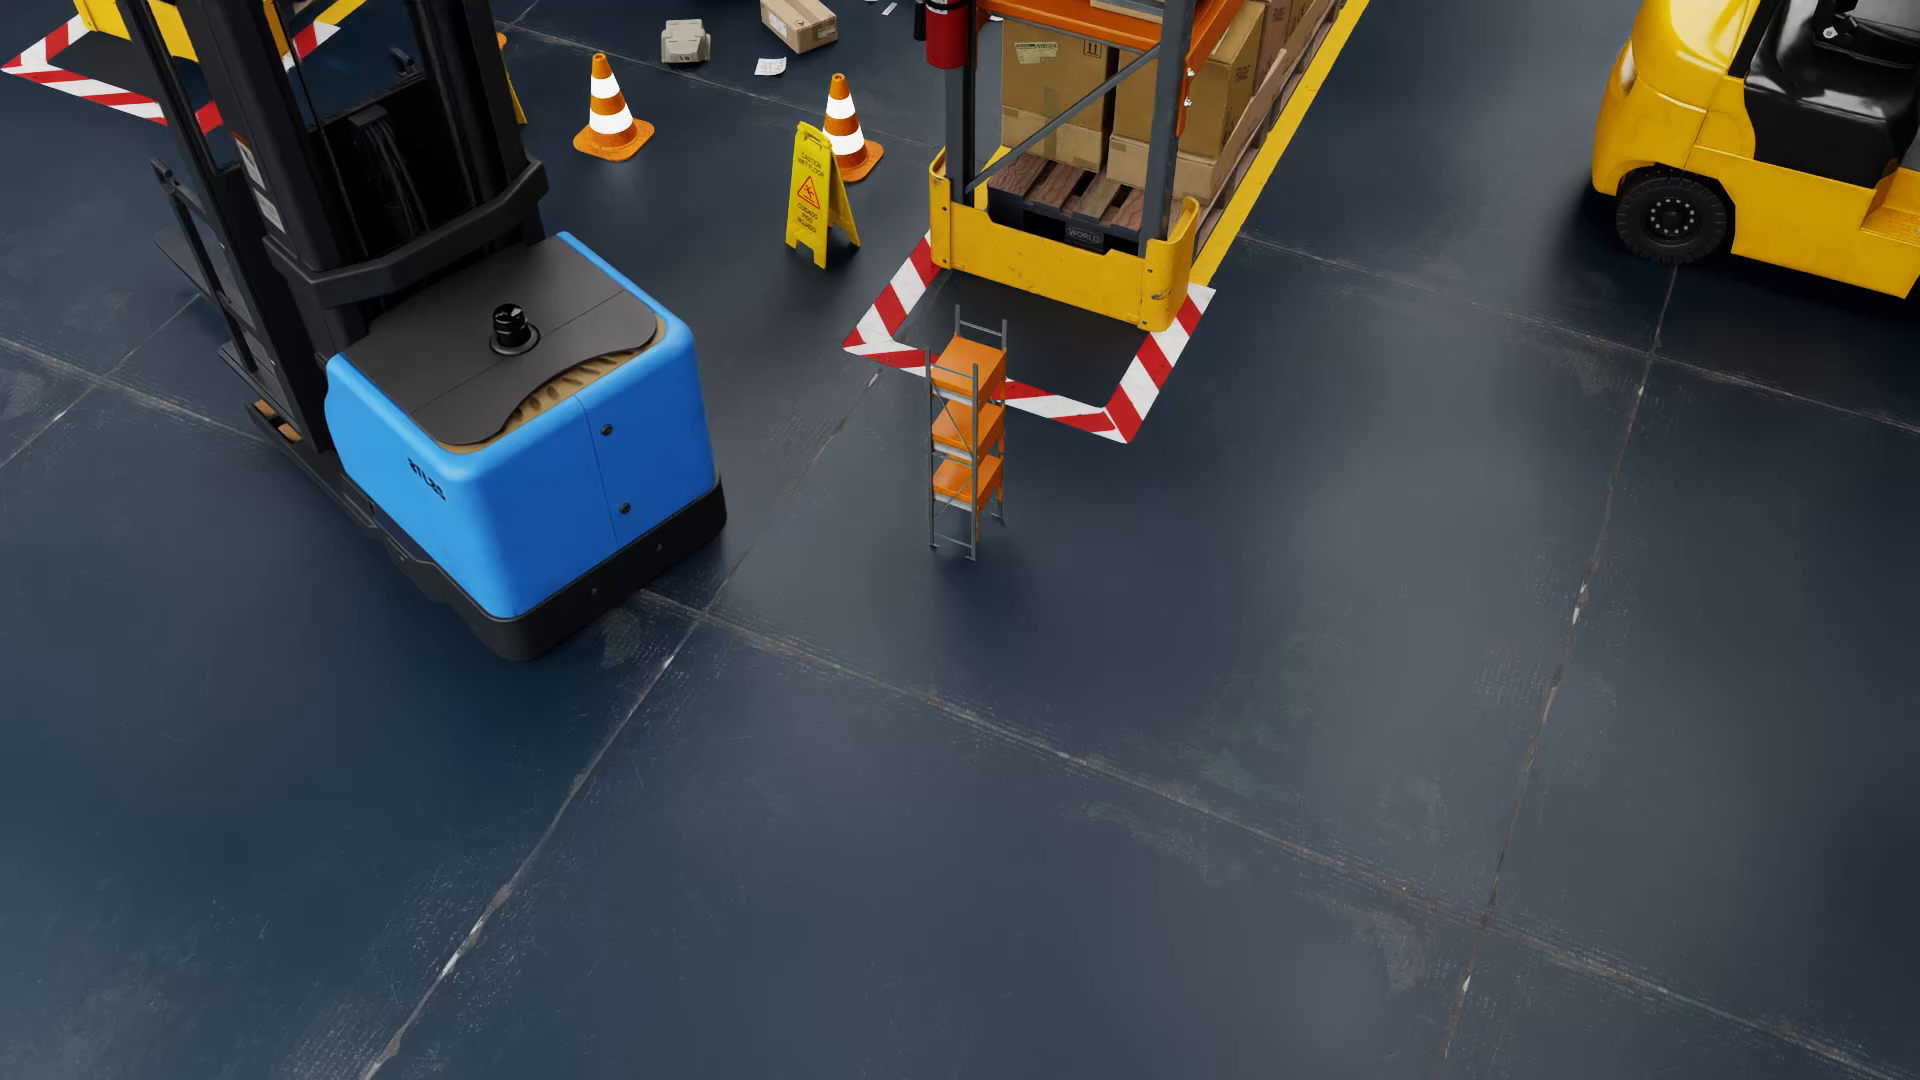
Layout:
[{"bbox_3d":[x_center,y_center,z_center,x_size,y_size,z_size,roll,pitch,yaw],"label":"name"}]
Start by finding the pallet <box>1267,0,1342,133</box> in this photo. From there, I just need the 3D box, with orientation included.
[{"bbox_3d":[1.347,-2.663,8.692,1.003,0.211,1.213,20,52,16],"label":"pallet"}]

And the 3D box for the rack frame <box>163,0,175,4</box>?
[{"bbox_3d":[-4.106,-3.670,7.718,1.000,3.000,0.127,20,52,16],"label":"rack frame"}]

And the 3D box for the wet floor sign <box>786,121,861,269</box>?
[{"bbox_3d":[-0.636,-1.583,7.489,0.232,0.644,0.267,-37,59,-27],"label":"wet floor sign"}]

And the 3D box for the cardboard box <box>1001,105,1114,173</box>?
[{"bbox_3d":[0.525,-2.035,7.857,0.500,0.250,0.500,20,52,16],"label":"cardboard box"}]

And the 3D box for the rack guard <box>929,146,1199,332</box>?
[{"bbox_3d":[0.445,-1.371,7.404,1.175,0.500,0.348,20,52,16],"label":"rack guard"}]

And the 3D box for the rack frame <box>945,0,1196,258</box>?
[{"bbox_3d":[0.413,-2.129,6.407,1.000,3.000,0.127,20,52,16],"label":"rack frame"}]

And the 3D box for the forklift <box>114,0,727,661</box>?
[{"bbox_3d":[-2.308,-1.527,5.940,1.130,2.935,3.031,-37,59,-27],"label":"forklift"}]

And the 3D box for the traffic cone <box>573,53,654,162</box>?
[{"bbox_3d":[-1.719,-2.150,8.090,0.336,0.463,0.334,20,52,16],"label":"traffic cone"}]

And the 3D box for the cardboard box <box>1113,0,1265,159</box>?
[{"bbox_3d":[1.017,-2.099,7.419,0.500,0.500,0.500,18,52,15],"label":"cardboard box"}]

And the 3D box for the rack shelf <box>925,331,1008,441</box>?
[{"bbox_3d":[0.023,-0.554,5.989,0.215,0.259,0.240,20,52,16],"label":"rack shelf"}]

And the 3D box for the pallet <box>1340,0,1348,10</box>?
[{"bbox_3d":[1.867,-3.506,9.410,1.003,0.211,1.213,20,52,16],"label":"pallet"}]

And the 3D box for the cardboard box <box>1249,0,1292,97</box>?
[{"bbox_3d":[1.236,-2.460,7.726,0.500,0.500,0.500,18,52,15],"label":"cardboard box"}]

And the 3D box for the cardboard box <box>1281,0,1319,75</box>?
[{"bbox_3d":[1.454,-2.568,8.311,0.500,0.250,0.500,23,53,18],"label":"cardboard box"}]

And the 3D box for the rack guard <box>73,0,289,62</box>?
[{"bbox_3d":[-4.116,-2.843,8.656,1.175,0.500,0.348,20,52,16],"label":"rack guard"}]

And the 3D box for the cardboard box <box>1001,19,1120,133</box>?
[{"bbox_3d":[0.519,-2.253,7.550,0.500,0.500,0.500,20,53,16],"label":"cardboard box"}]

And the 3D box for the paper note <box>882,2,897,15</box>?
[{"bbox_3d":[-0.380,-2.877,9.007,0.032,0.001,0.123,20,52,16],"label":"paper note"}]

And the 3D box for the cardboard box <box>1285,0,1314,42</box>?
[{"bbox_3d":[1.458,-2.803,8.018,0.500,0.500,0.500,21,53,17],"label":"cardboard box"}]

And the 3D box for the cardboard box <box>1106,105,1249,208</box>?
[{"bbox_3d":[1.007,-1.839,7.690,0.500,0.250,0.500,19,52,16],"label":"cardboard box"}]

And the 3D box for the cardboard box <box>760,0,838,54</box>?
[{"bbox_3d":[-0.854,-2.764,8.820,0.250,0.149,0.380,-28,55,-22],"label":"cardboard box"}]

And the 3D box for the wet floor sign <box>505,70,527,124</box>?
[{"bbox_3d":[-2.328,-2.243,8.050,0.267,0.644,0.232,12,51,10],"label":"wet floor sign"}]

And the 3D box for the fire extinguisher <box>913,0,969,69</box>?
[{"bbox_3d":[-0.053,-2.175,6.497,0.296,0.674,0.183,20,52,16],"label":"fire extinguisher"}]

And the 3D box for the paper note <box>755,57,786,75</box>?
[{"bbox_3d":[-0.983,-2.465,8.643,0.148,0.019,0.142,4,50,3],"label":"paper note"}]

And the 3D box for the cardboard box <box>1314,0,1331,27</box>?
[{"bbox_3d":[1.672,-2.915,8.606,0.500,0.250,0.500,21,53,17],"label":"cardboard box"}]

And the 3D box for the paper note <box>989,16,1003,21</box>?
[{"bbox_3d":[0.203,-2.852,8.971,0.142,0.019,0.148,4,50,3],"label":"paper note"}]

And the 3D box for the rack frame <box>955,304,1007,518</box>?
[{"bbox_3d":[0.075,-0.461,6.268,0.200,1.050,0.008,20,52,16],"label":"rack frame"}]

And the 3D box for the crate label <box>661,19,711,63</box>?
[{"bbox_3d":[-1.439,-2.606,8.692,0.250,0.136,0.298,-4,50,-3],"label":"crate label"}]

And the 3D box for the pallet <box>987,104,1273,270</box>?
[{"bbox_3d":[0.824,-1.826,7.980,1.003,0.211,1.213,20,52,16],"label":"pallet"}]

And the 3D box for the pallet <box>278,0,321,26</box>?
[{"bbox_3d":[-3.835,-3.342,9.271,1.003,0.211,1.213,20,52,16],"label":"pallet"}]

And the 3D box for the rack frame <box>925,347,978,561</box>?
[{"bbox_3d":[-0.029,-0.293,6.125,0.200,1.050,0.008,20,52,16],"label":"rack frame"}]

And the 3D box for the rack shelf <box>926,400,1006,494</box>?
[{"bbox_3d":[0.023,-0.370,6.205,0.215,0.259,0.240,20,52,16],"label":"rack shelf"}]

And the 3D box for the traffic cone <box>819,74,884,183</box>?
[{"bbox_3d":[-0.570,-2.023,7.982,0.336,0.463,0.334,20,52,16],"label":"traffic cone"}]

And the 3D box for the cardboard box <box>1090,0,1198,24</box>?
[{"bbox_3d":[0.745,-2.214,6.644,0.380,0.149,0.250,20,52,16],"label":"cardboard box"}]

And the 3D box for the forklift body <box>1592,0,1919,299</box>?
[{"bbox_3d":[4.063,-2.141,6.974,2.313,2.155,1.214,20,52,16],"label":"forklift body"}]

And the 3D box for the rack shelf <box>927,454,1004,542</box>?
[{"bbox_3d":[0.023,-0.190,6.416,0.215,0.259,0.240,20,52,16],"label":"rack shelf"}]

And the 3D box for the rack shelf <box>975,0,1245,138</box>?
[{"bbox_3d":[1.267,-3.273,7.853,1.077,0.370,4.000,20,52,16],"label":"rack shelf"}]

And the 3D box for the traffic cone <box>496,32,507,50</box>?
[{"bbox_3d":[-2.595,-2.751,8.603,0.336,0.463,0.334,20,52,16],"label":"traffic cone"}]

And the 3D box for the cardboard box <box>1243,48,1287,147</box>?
[{"bbox_3d":[1.232,-2.188,7.987,0.500,0.250,0.500,22,53,17],"label":"cardboard box"}]

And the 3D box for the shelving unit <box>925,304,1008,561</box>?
[{"bbox_3d":[0.023,-0.377,6.197,0.215,1.050,0.252,20,52,16],"label":"shelving unit"}]
